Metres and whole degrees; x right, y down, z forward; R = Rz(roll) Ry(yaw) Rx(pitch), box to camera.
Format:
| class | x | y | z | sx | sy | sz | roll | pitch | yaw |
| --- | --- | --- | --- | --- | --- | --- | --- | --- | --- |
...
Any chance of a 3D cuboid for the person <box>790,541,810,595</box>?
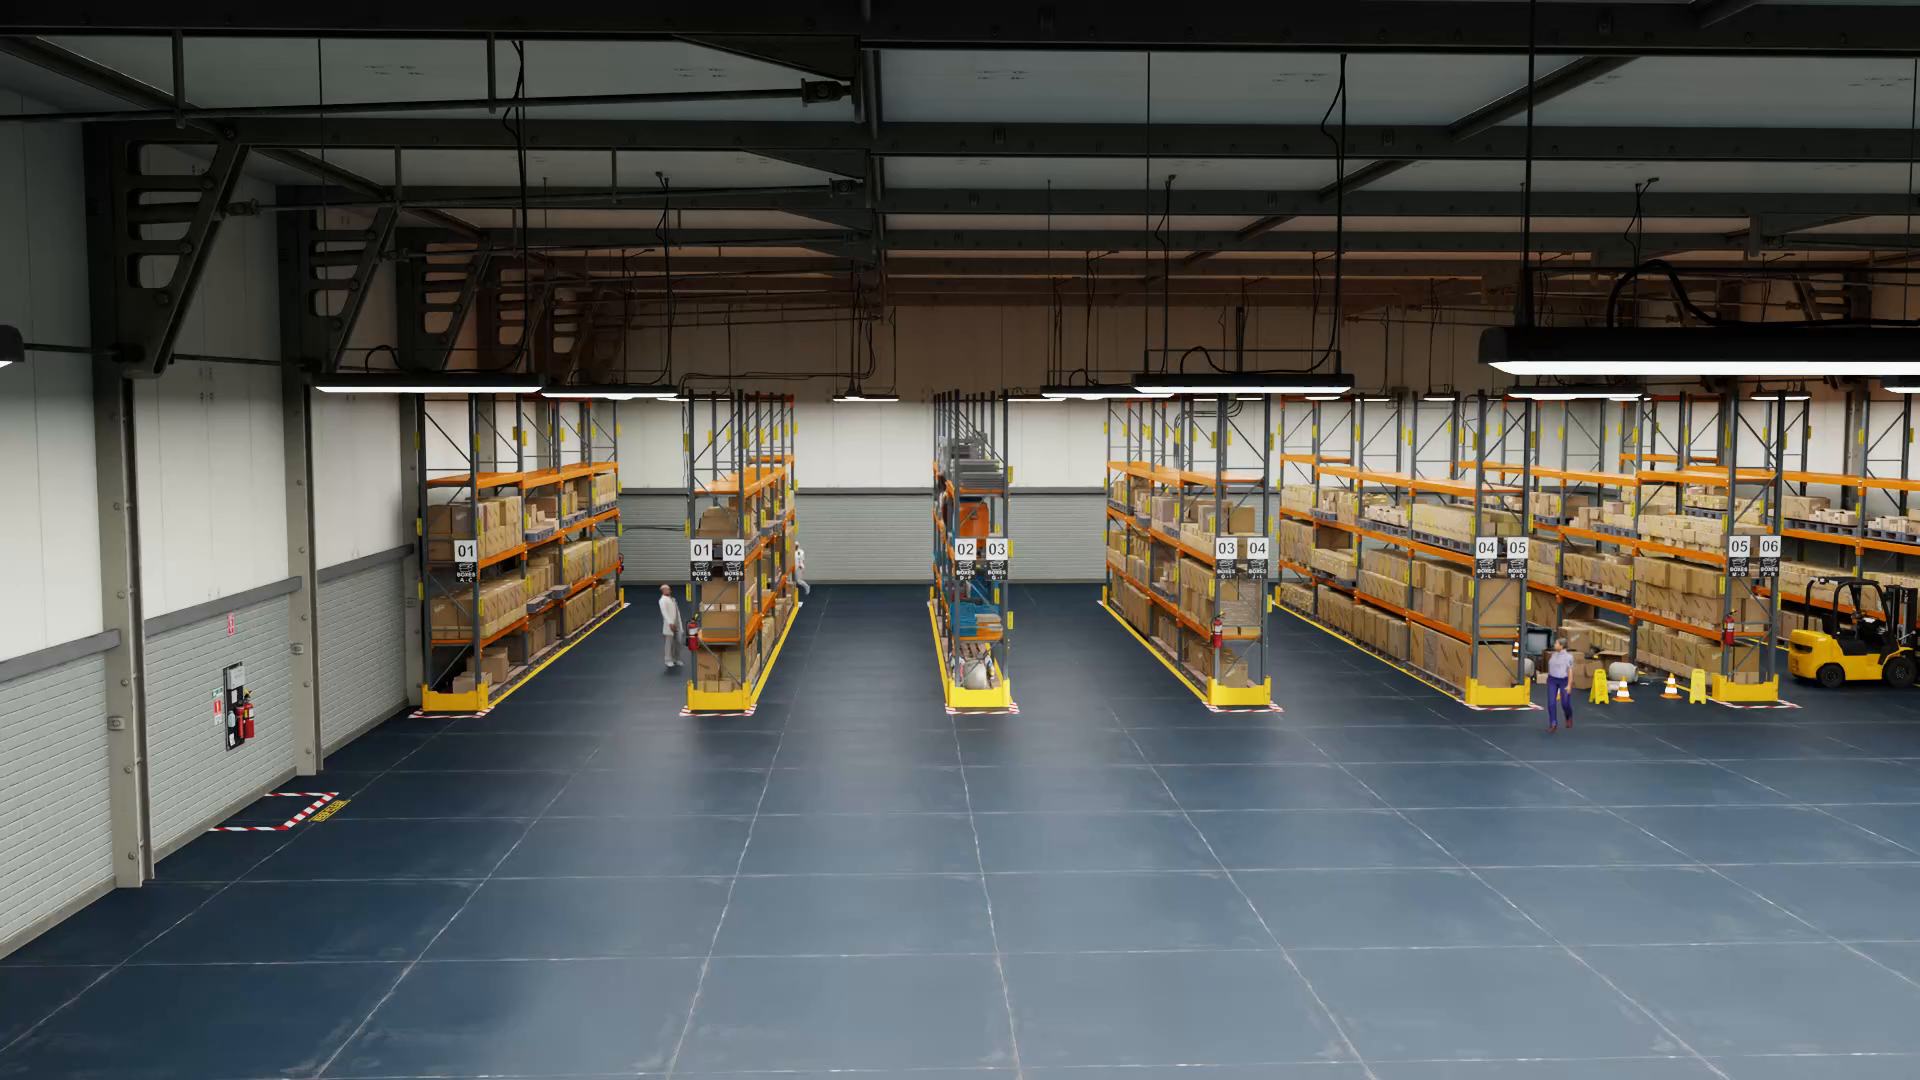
| class | x | y | z | sx | sy | sz | roll | pitch | yaw |
| --- | --- | --- | --- | --- | --- | --- | --- | --- | --- |
| person | -4.821 | 0.859 | 49.353 | 0.500 | 1.654 | 0.643 | 5 | 7 | 45 |

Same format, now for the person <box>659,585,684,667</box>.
| class | x | y | z | sx | sy | sz | roll | pitch | yaw |
| --- | --- | --- | --- | --- | --- | --- | --- | --- | --- |
| person | -6.296 | 1.891 | 36.465 | 0.603 | 1.821 | 0.675 | 4 | 6 | 37 |

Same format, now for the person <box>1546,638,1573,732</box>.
| class | x | y | z | sx | sy | sz | roll | pitch | yaw |
| --- | --- | --- | --- | --- | --- | --- | --- | --- | --- |
| person | 10.475 | 2.520 | 29.033 | 0.460 | 1.646 | 0.527 | 3 | 6 | 34 |
